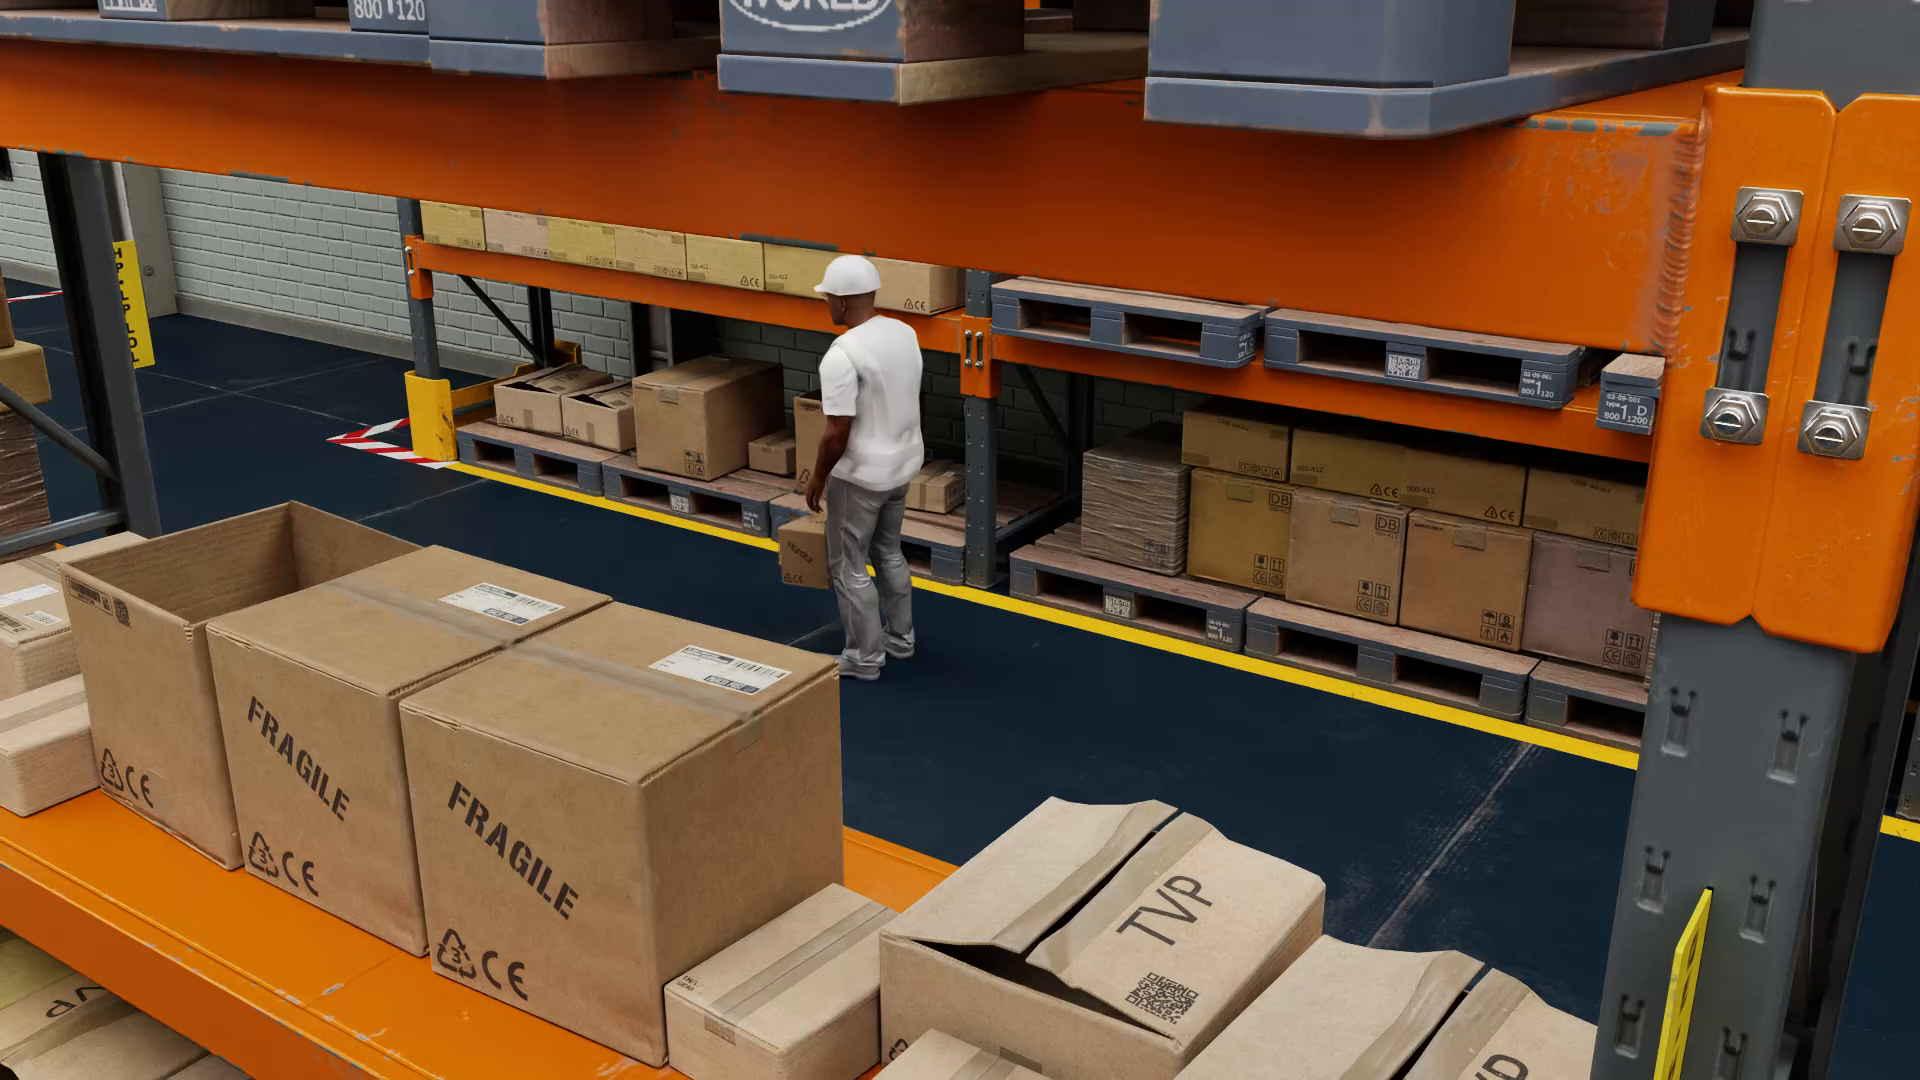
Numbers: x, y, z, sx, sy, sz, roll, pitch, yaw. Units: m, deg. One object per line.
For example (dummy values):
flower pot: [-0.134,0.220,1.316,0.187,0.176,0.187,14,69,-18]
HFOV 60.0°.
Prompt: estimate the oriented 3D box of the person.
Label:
person: [-0.383,-0.289,6.847,0.430,1.764,0.592,12,23,31]
